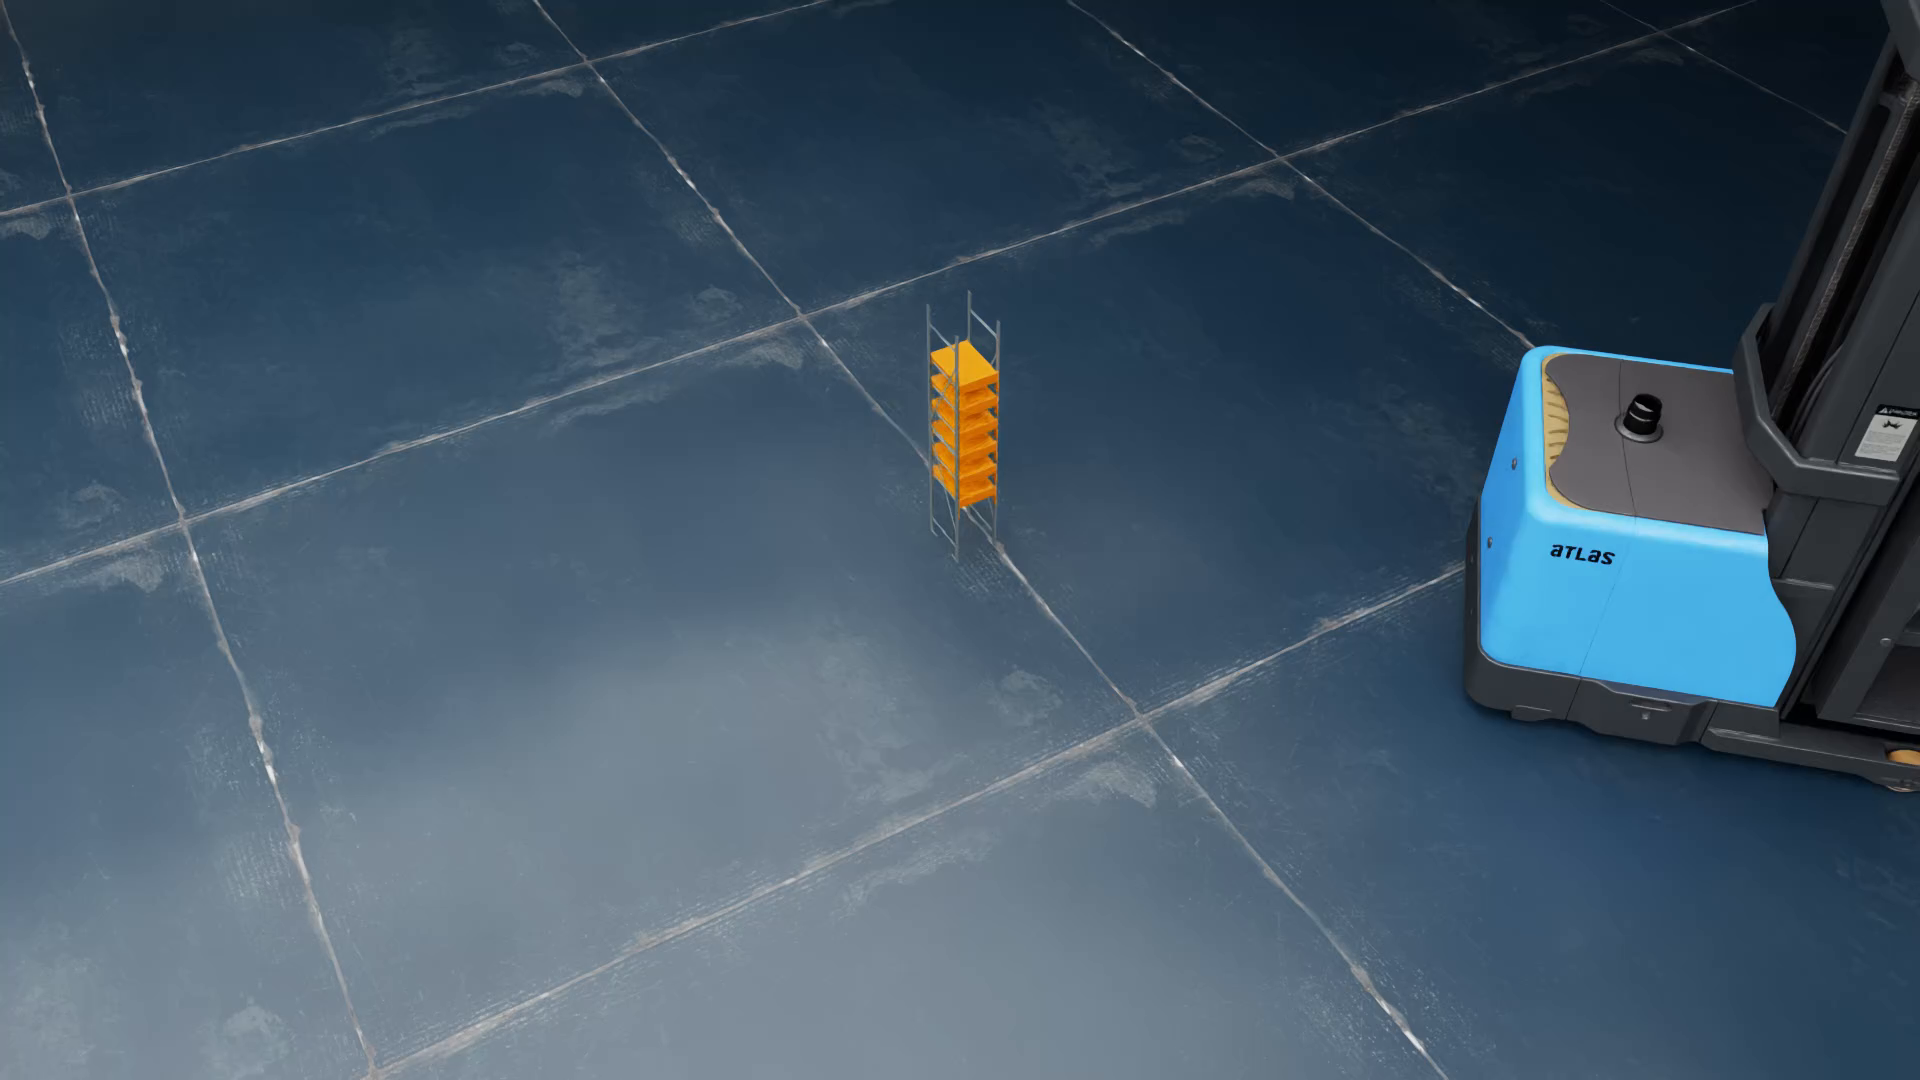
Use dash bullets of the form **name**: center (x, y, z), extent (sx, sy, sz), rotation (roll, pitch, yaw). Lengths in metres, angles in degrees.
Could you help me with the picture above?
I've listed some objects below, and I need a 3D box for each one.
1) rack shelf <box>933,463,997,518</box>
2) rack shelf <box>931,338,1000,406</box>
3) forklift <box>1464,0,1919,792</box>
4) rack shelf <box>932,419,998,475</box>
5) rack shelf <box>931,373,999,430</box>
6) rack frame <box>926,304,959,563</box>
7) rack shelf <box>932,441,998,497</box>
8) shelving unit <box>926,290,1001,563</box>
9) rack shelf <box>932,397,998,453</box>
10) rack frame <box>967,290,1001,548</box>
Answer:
- **rack shelf**: center (0.013, -0.231, 6.965), extent (0.180, 0.103, 0.258), rotation (-22, 48, -21)
- **rack shelf**: center (0.013, -0.662, 6.547), extent (0.180, 0.103, 0.258), rotation (-22, 48, -21)
- **forklift**: center (3.540, -0.490, 5.580), extent (3.031, 2.935, 1.130), rotation (9, 45, 9)
- **rack shelf**: center (0.013, -0.404, 6.798), extent (0.180, 0.103, 0.258), rotation (-22, 48, -21)
- **rack shelf**: center (0.013, -0.576, 6.631), extent (0.180, 0.103, 0.258), rotation (-22, 48, -21)
- **rack frame**: center (-0.067, -0.404, 6.734), extent (0.006, 1.200, 0.240), rotation (-22, 48, -21)
- **rack shelf**: center (0.013, -0.318, 6.881), extent (0.180, 0.103, 0.258), rotation (-22, 48, -21)
- **shelving unit**: center (0.013, -0.436, 6.767), extent (0.189, 1.200, 0.258), rotation (-22, 48, -21)
- **rack shelf**: center (0.013, -0.490, 6.714), extent (0.180, 0.103, 0.258), rotation (-22, 48, -21)
- **rack frame**: center (0.092, -0.467, 6.799), extent (0.006, 1.200, 0.240), rotation (-22, 48, -21)
